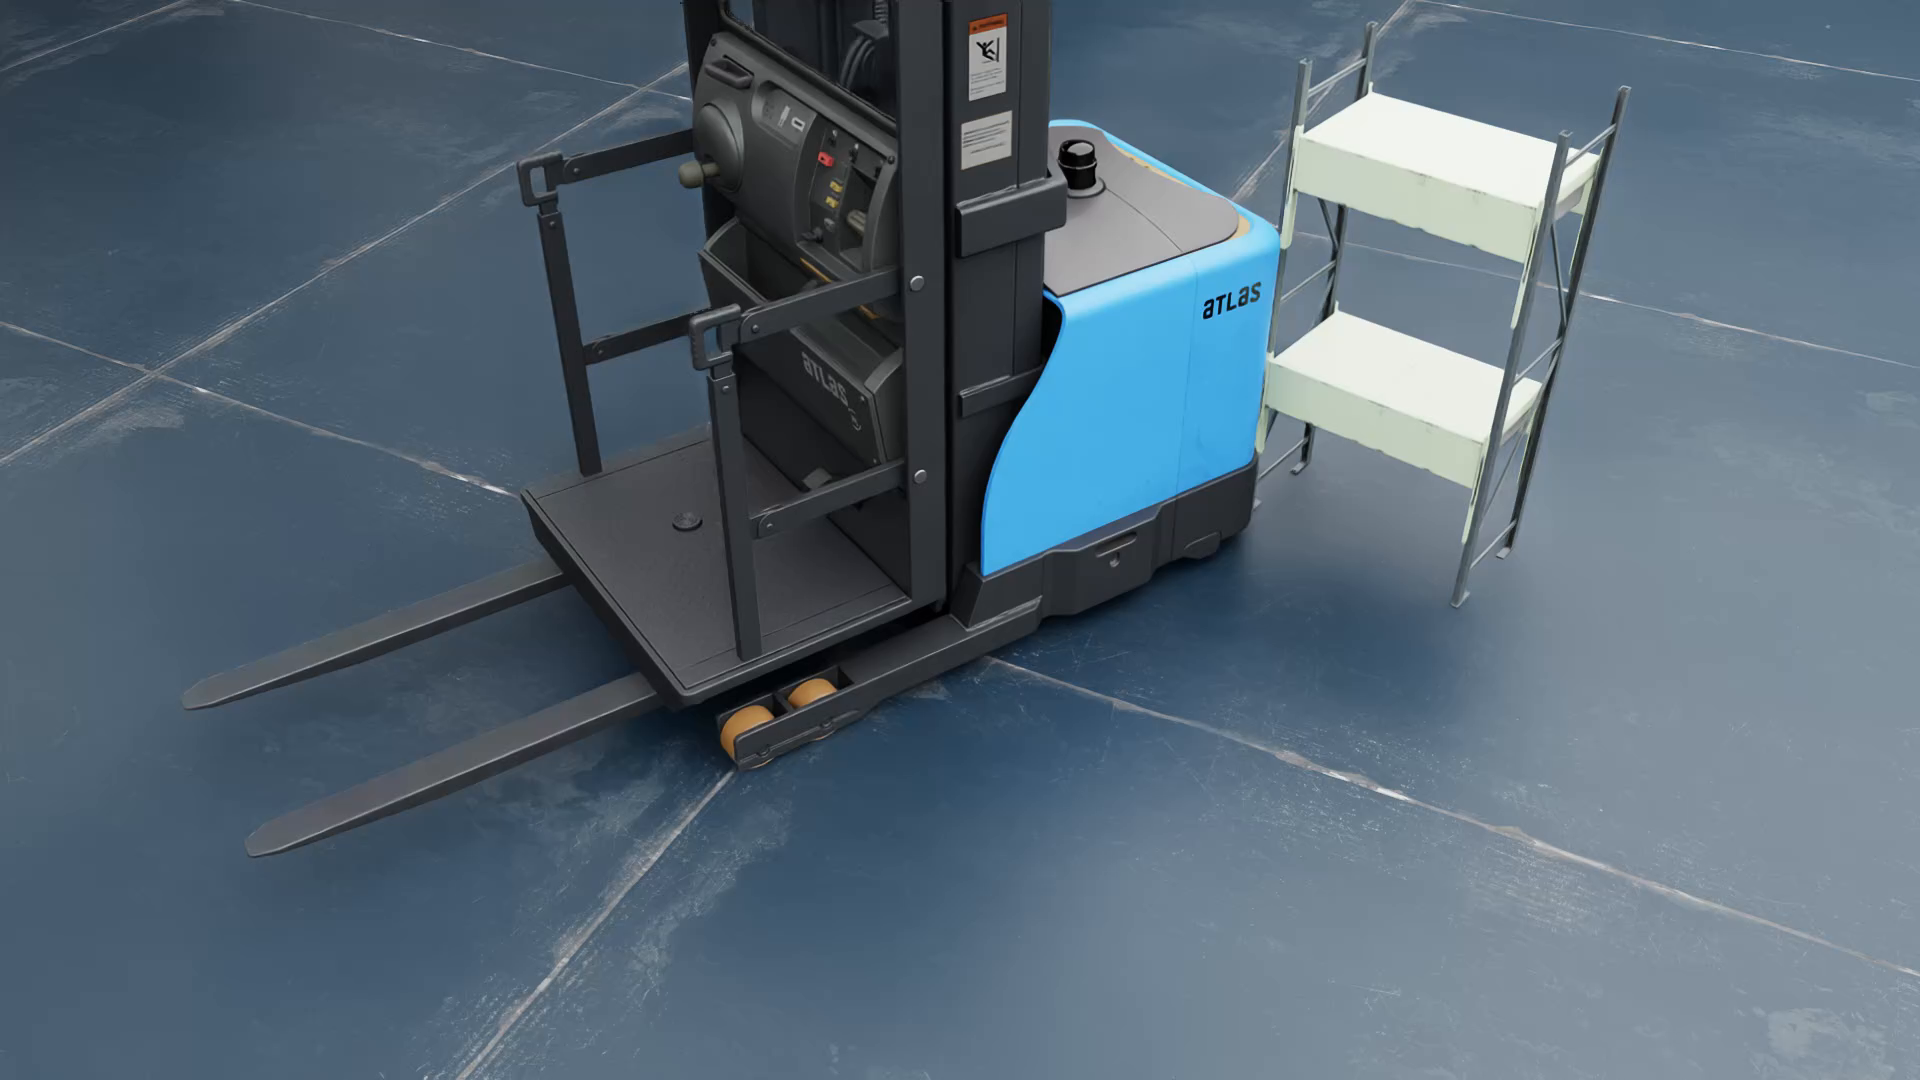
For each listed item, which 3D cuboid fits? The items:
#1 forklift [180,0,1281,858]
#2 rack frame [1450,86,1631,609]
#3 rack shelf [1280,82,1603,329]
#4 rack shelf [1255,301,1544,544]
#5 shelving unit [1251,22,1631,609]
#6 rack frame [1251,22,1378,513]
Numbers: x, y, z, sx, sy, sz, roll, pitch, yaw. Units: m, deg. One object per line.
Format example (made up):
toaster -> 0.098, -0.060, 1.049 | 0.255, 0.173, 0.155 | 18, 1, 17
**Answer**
forklift -> -0.596, -0.923, 4.042 | 3.031, 2.935, 1.130 | -22, 42, -26
rack frame -> 1.607, -0.488, 4.653 | 0.023, 1.500, 0.400 | 27, 45, 31
rack shelf -> 1.326, -0.941, 4.603 | 0.720, 0.370, 0.431 | 27, 45, 31
rack shelf -> 1.326, -0.370, 5.037 | 0.720, 0.370, 0.431 | 27, 45, 31
shelving unit -> 1.326, -0.630, 4.839 | 0.755, 1.500, 0.431 | 27, 45, 31
rack frame -> 1.044, -0.771, 5.026 | 0.023, 1.500, 0.400 | 27, 45, 31
